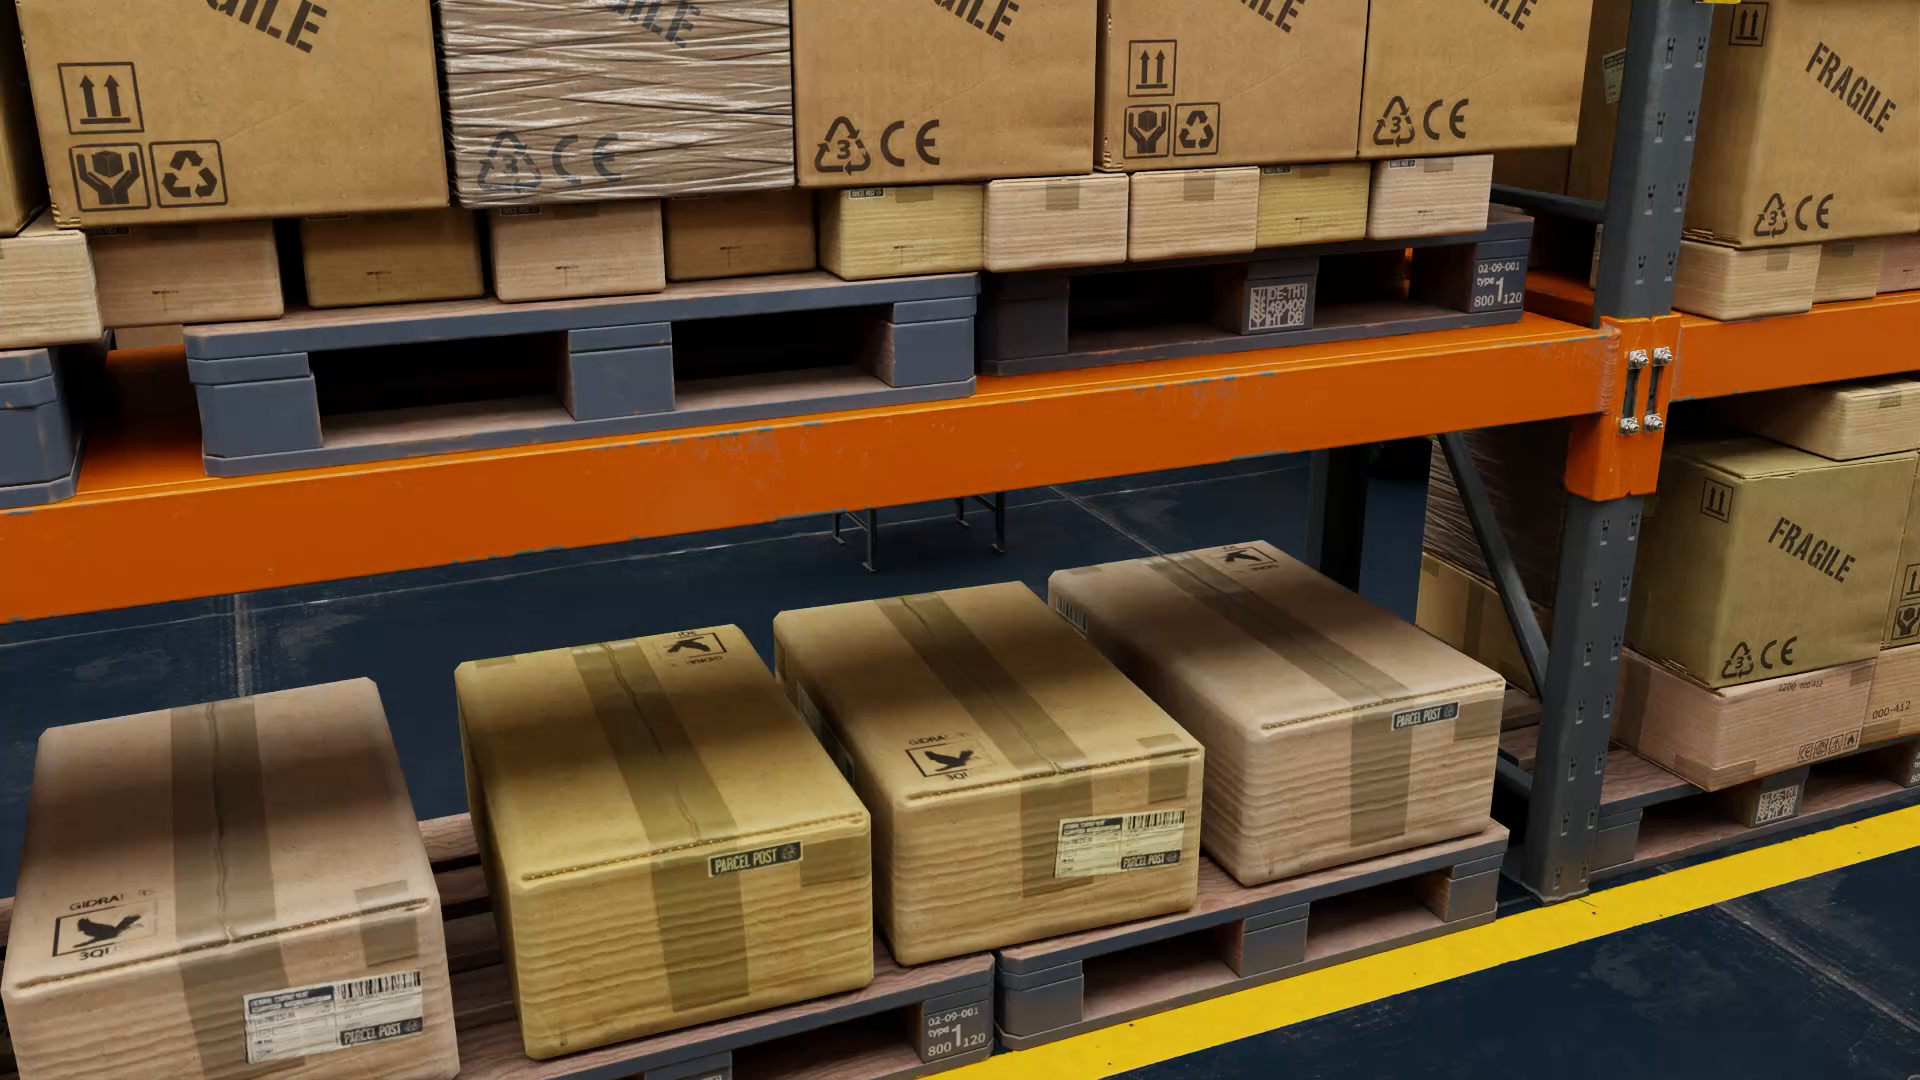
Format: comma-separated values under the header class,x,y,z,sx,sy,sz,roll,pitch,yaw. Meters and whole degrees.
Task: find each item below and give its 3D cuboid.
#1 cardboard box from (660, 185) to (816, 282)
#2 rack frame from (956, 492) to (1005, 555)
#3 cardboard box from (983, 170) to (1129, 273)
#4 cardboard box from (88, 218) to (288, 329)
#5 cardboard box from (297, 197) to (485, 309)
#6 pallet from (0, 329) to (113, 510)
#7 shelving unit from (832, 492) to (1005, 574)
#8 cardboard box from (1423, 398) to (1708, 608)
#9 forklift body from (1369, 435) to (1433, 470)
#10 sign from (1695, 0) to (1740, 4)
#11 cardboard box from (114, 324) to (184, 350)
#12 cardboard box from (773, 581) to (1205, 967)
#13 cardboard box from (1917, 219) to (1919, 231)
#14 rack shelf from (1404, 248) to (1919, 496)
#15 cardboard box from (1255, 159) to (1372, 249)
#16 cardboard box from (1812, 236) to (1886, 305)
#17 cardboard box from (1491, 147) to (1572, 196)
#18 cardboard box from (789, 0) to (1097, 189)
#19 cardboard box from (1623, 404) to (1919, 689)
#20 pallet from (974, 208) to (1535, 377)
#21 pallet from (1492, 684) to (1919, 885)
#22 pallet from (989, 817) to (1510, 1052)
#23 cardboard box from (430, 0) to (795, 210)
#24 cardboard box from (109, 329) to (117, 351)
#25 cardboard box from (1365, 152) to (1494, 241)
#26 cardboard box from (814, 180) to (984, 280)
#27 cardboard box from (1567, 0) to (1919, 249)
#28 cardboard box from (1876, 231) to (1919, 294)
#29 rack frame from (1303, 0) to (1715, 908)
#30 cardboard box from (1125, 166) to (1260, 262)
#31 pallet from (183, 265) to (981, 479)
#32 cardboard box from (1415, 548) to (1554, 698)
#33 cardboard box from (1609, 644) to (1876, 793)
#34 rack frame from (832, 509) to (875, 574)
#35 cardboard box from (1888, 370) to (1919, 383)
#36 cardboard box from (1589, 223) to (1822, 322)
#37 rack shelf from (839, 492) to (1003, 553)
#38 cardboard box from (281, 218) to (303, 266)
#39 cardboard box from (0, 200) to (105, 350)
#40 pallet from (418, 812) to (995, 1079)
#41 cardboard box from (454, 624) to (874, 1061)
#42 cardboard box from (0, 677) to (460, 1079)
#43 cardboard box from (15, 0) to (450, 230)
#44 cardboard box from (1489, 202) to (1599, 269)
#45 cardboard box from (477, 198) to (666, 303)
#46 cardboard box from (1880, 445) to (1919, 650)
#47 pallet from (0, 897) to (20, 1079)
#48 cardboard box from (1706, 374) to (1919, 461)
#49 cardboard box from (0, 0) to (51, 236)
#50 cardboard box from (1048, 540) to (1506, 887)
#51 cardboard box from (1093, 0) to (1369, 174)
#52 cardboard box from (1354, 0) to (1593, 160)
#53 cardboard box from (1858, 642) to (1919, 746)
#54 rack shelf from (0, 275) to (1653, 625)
class,x,y,z,sx,sy,sz,roll,pitch,yaw
cardboard box,-0.428,-0.552,2.820,0.250,0.149,0.380,-9,21,-24
rack frame,0.072,-1.001,5.703,0.015,2.100,0.400,-8,21,-22
cardboard box,0.093,-0.577,2.889,0.250,0.149,0.380,-8,21,-21
cardboard box,-1.147,-0.431,2.476,0.250,0.149,0.380,-7,21,-19
cardboard box,-0.903,-0.480,2.616,0.250,0.149,0.380,-7,21,-20
pallet,-1.900,-0.267,2.553,1.003,0.211,1.213,-8,21,-22
shelving unit,-0.152,-0.969,5.611,0.503,2.100,0.431,-8,21,-22
cardboard box,1.598,-0.172,4.373,0.500,0.500,0.500,-8,21,-23
forklift body,1.845,-1.591,7.302,1.214,2.155,2.313,-8,21,-22
sign,1.384,-1.135,2.985,0.005,0.325,0.100,-8,21,-22
cardboard box,-3.307,-0.989,7.257,0.625,0.625,0.875,-7,21,-20
cardboard box,0.021,0.449,3.554,0.625,0.372,0.950,-7,21,-19
cardboard box,2.127,-0.991,3.722,0.500,0.500,0.500,-8,21,-22
rack shelf,2.997,-0.681,4.524,4.000,0.370,1.077,-8,21,-22
cardboard box,0.548,-0.656,3.114,0.250,0.149,0.380,-9,21,-24
cardboard box,1.788,-0.632,3.678,0.250,0.149,0.380,-8,21,-20
cardboard box,1.470,-1.079,3.972,0.500,0.500,0.500,-9,21,-23
cardboard box,-0.104,-0.881,2.776,0.500,0.500,0.500,-7,21,-20
cardboard box,1.809,-0.008,3.906,0.500,0.500,0.500,-7,21,-19
pallet,0.401,-0.611,3.529,1.213,0.211,1.003,-8,21,-22
pallet,1.763,0.459,4.402,1.213,0.211,1.003,-8,21,-22
pallet,0.446,0.661,3.828,1.213,0.211,1.003,-8,21,-22
cardboard box,-0.584,-0.812,2.580,0.500,0.500,0.500,-9,21,-24
cardboard box,-3.904,-0.900,7.006,0.625,0.625,0.875,-7,21,-20
cardboard box,0.798,-0.685,3.198,0.250,0.149,0.380,-8,21,-21
cardboard box,-0.145,-0.555,2.829,0.250,0.149,0.380,-8,21,-22
cardboard box,1.675,-0.918,3.514,0.500,0.500,0.500,-8,21,-22
cardboard box,2.020,-0.676,3.804,0.250,0.149,0.380,-8,21,-22
rack frame,1.161,-0.758,3.657,0.127,3.000,1.000,-8,21,-22
cardboard box,0.326,-0.611,2.987,0.250,0.149,0.380,-9,21,-23
pallet,-0.711,-0.414,2.969,1.213,0.211,1.003,-8,21,-22
cardboard box,1.597,0.182,4.498,0.500,0.250,0.500,-7,21,-19
cardboard box,1.809,0.346,4.031,0.500,0.250,0.500,-9,21,-24
rack frame,-0.376,-0.937,5.520,0.015,2.100,0.400,-8,21,-22
cardboard box,2.419,-0.380,3.987,0.250,0.149,0.380,-7,21,-20
cardboard box,1.577,-0.583,3.539,0.250,0.149,0.380,-8,21,-22
rack shelf,-0.152,-0.295,5.848,0.480,0.518,0.431,-8,21,-22
cardboard box,-1.111,-0.596,2.943,0.250,0.149,0.380,-8,21,-22
cardboard box,-1.337,-0.376,2.319,0.250,0.149,0.380,-8,21,-22
pallet,-0.676,0.822,3.369,1.213,0.211,1.003,-8,21,-22
cardboard box,-0.617,0.541,3.293,0.625,0.372,0.950,-7,21,-20
cardboard box,-1.315,0.639,3.014,0.625,0.372,0.950,-9,21,-23
cardboard box,-1.047,-0.748,2.400,0.500,0.500,0.500,-8,21,-21
cardboard box,1.335,-0.774,4.083,0.250,0.149,0.380,-8,21,-22
cardboard box,-0.637,-0.495,2.657,0.250,0.149,0.380,-7,21,-20
cardboard box,2.296,-0.082,4.116,0.500,0.500,0.500,-7,21,-20
pallet,-1.794,0.982,2.916,1.213,0.211,1.003,-8,21,-22
cardboard box,1.948,-0.312,3.793,0.250,0.149,0.380,-8,21,-21
cardboard box,-1.532,-0.676,2.195,0.500,0.500,0.500,-7,21,-19
cardboard box,0.680,0.354,3.826,0.625,0.372,0.950,-8,21,-21
cardboard box,0.373,-0.947,2.964,0.500,0.500,0.500,-8,21,-22
cardboard box,0.827,-1.012,3.150,0.500,0.500,0.500,-9,21,-23
cardboard box,2.295,0.272,4.240,0.500,0.250,0.500,-7,21,-19
rack shelf,-0.676,-0.155,3.029,4.000,0.370,1.077,-8,21,-22
